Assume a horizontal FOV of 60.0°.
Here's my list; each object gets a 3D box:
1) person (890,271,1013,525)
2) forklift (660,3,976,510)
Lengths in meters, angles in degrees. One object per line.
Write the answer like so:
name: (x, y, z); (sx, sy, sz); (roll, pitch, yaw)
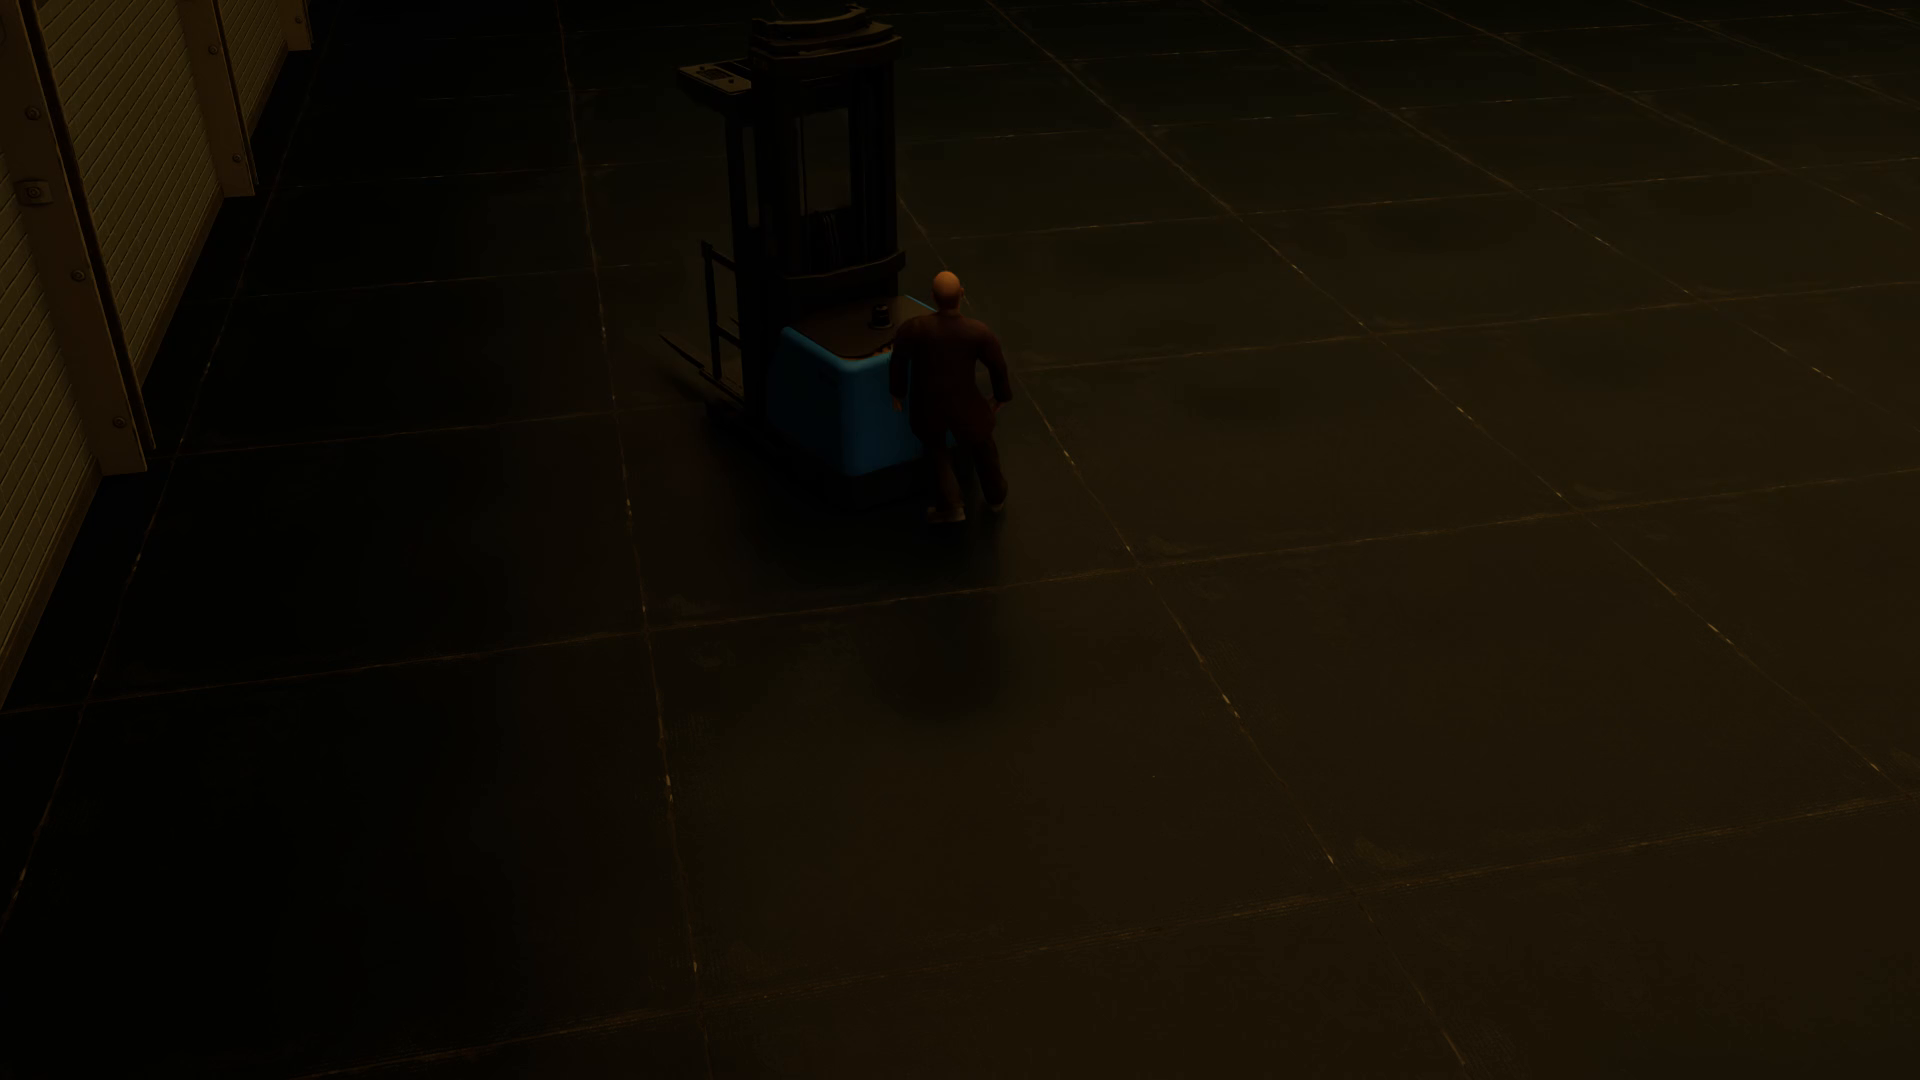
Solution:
person: (-0.048, -0.930, 10.397); (0.763, 1.723, 0.757); (2, 30, 4)
forklift: (-1.159, -2.147, 11.284); (1.130, 2.935, 3.031); (-20, 35, -30)
